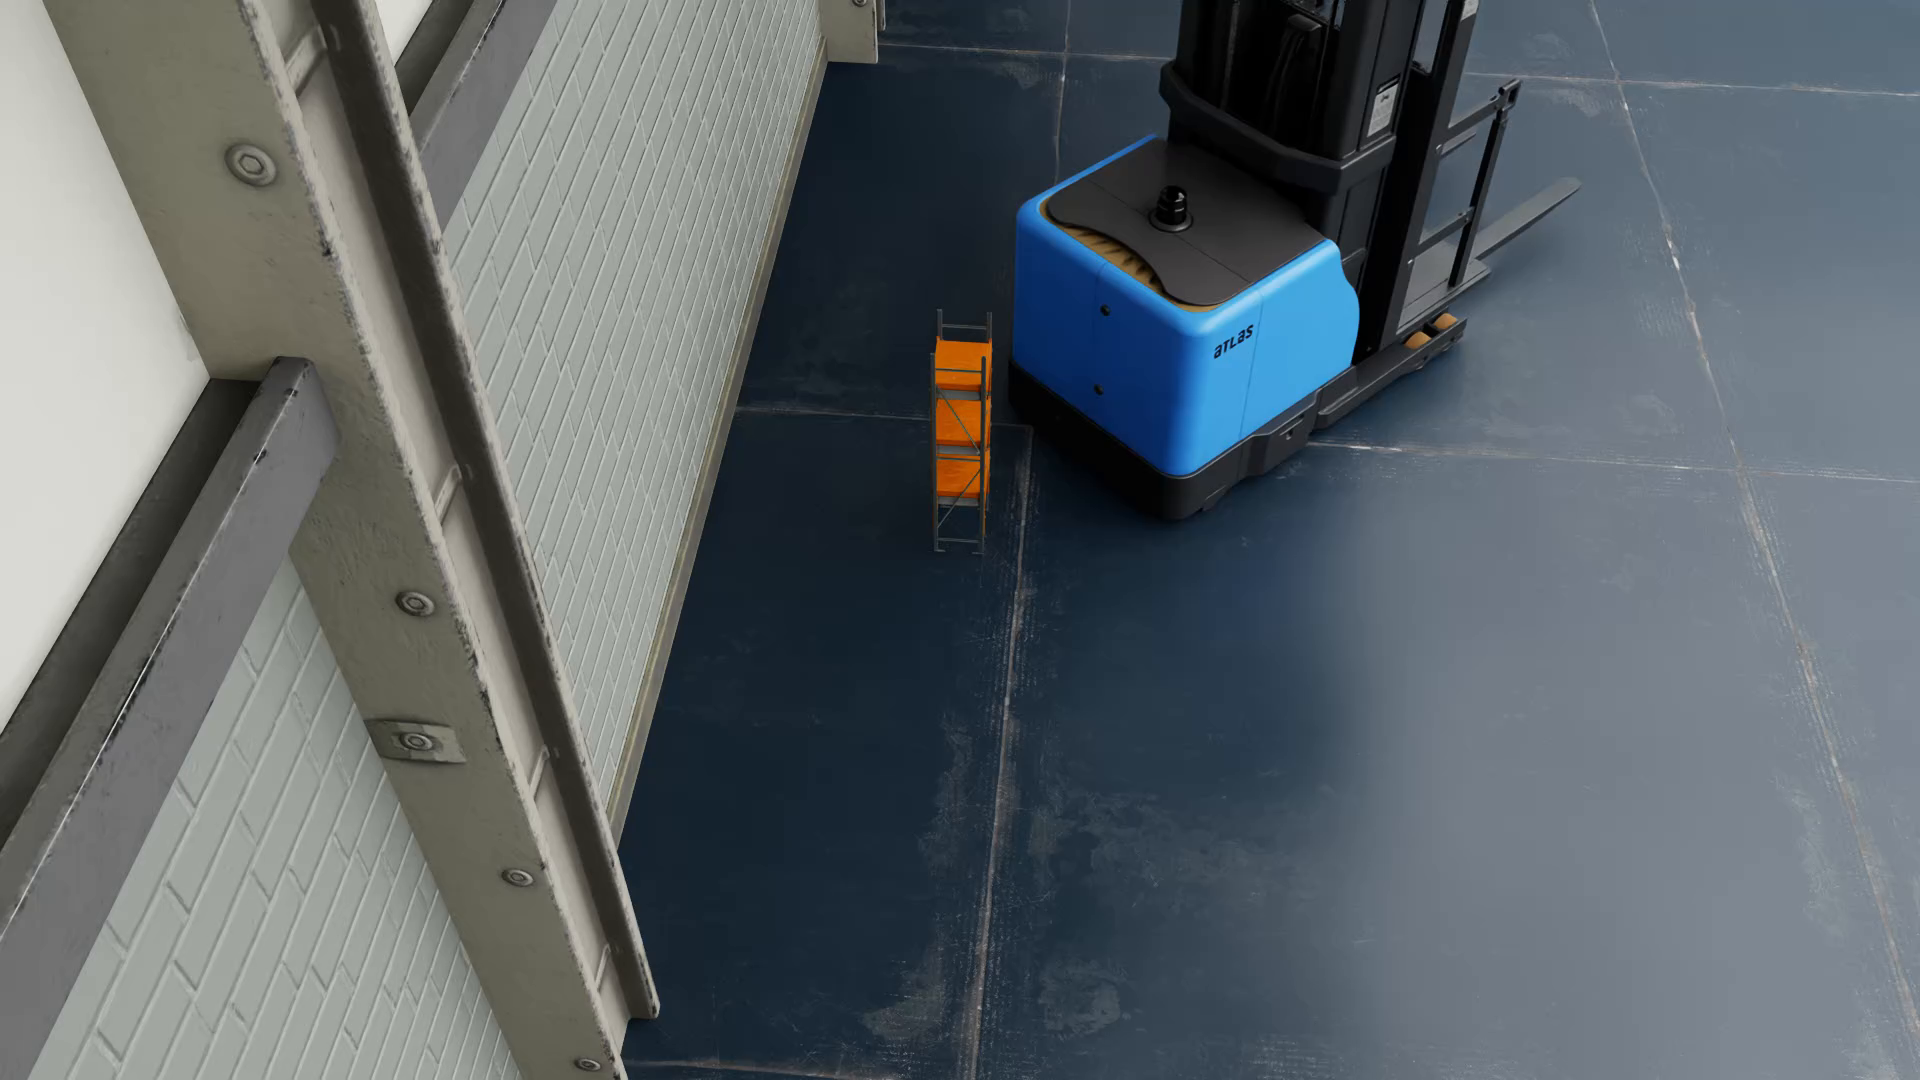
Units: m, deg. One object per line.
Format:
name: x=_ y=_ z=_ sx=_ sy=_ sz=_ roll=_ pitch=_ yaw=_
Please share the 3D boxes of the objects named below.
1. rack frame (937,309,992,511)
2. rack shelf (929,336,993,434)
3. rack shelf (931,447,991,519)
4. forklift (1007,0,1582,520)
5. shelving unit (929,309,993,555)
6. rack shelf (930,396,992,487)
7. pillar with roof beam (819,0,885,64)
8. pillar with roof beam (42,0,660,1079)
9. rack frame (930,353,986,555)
rack frame: x=0.016 y=-0.483 z=6.481 sx=0.200 sy=1.050 sz=0.008 roll=4 pitch=48 yaw=4
rack shelf: x=0.005 y=-0.578 z=6.197 sx=0.215 sy=0.259 sz=0.240 roll=4 pitch=48 yaw=4
rack shelf: x=0.005 y=-0.199 z=6.611 sx=0.215 sy=0.259 sz=0.240 roll=4 pitch=48 yaw=4
forklift: x=1.646 y=-2.016 z=6.608 sx=3.031 sy=2.935 sz=1.130 roll=-33 pitch=55 yaw=-26
shelving unit: x=0.005 y=-0.394 z=6.399 sx=0.215 sy=1.050 sz=0.252 roll=4 pitch=48 yaw=4
rack shelf: x=0.005 y=-0.386 z=6.406 sx=0.215 sy=0.259 sz=0.240 roll=4 pitch=48 yaw=4
pillar with roof beam: x=3.693 y=-5.525 z=5.705 sx=9.100 sy=9.000 sz=0.400 roll=4 pitch=48 yaw=4
pillar with roof beam: x=3.146 y=-1.116 z=1.672 sx=9.100 sy=9.000 sz=0.400 roll=4 pitch=48 yaw=4
rack frame: x=-0.006 y=-0.304 z=6.317 sx=0.200 sy=1.050 sz=0.008 roll=4 pitch=48 yaw=4
